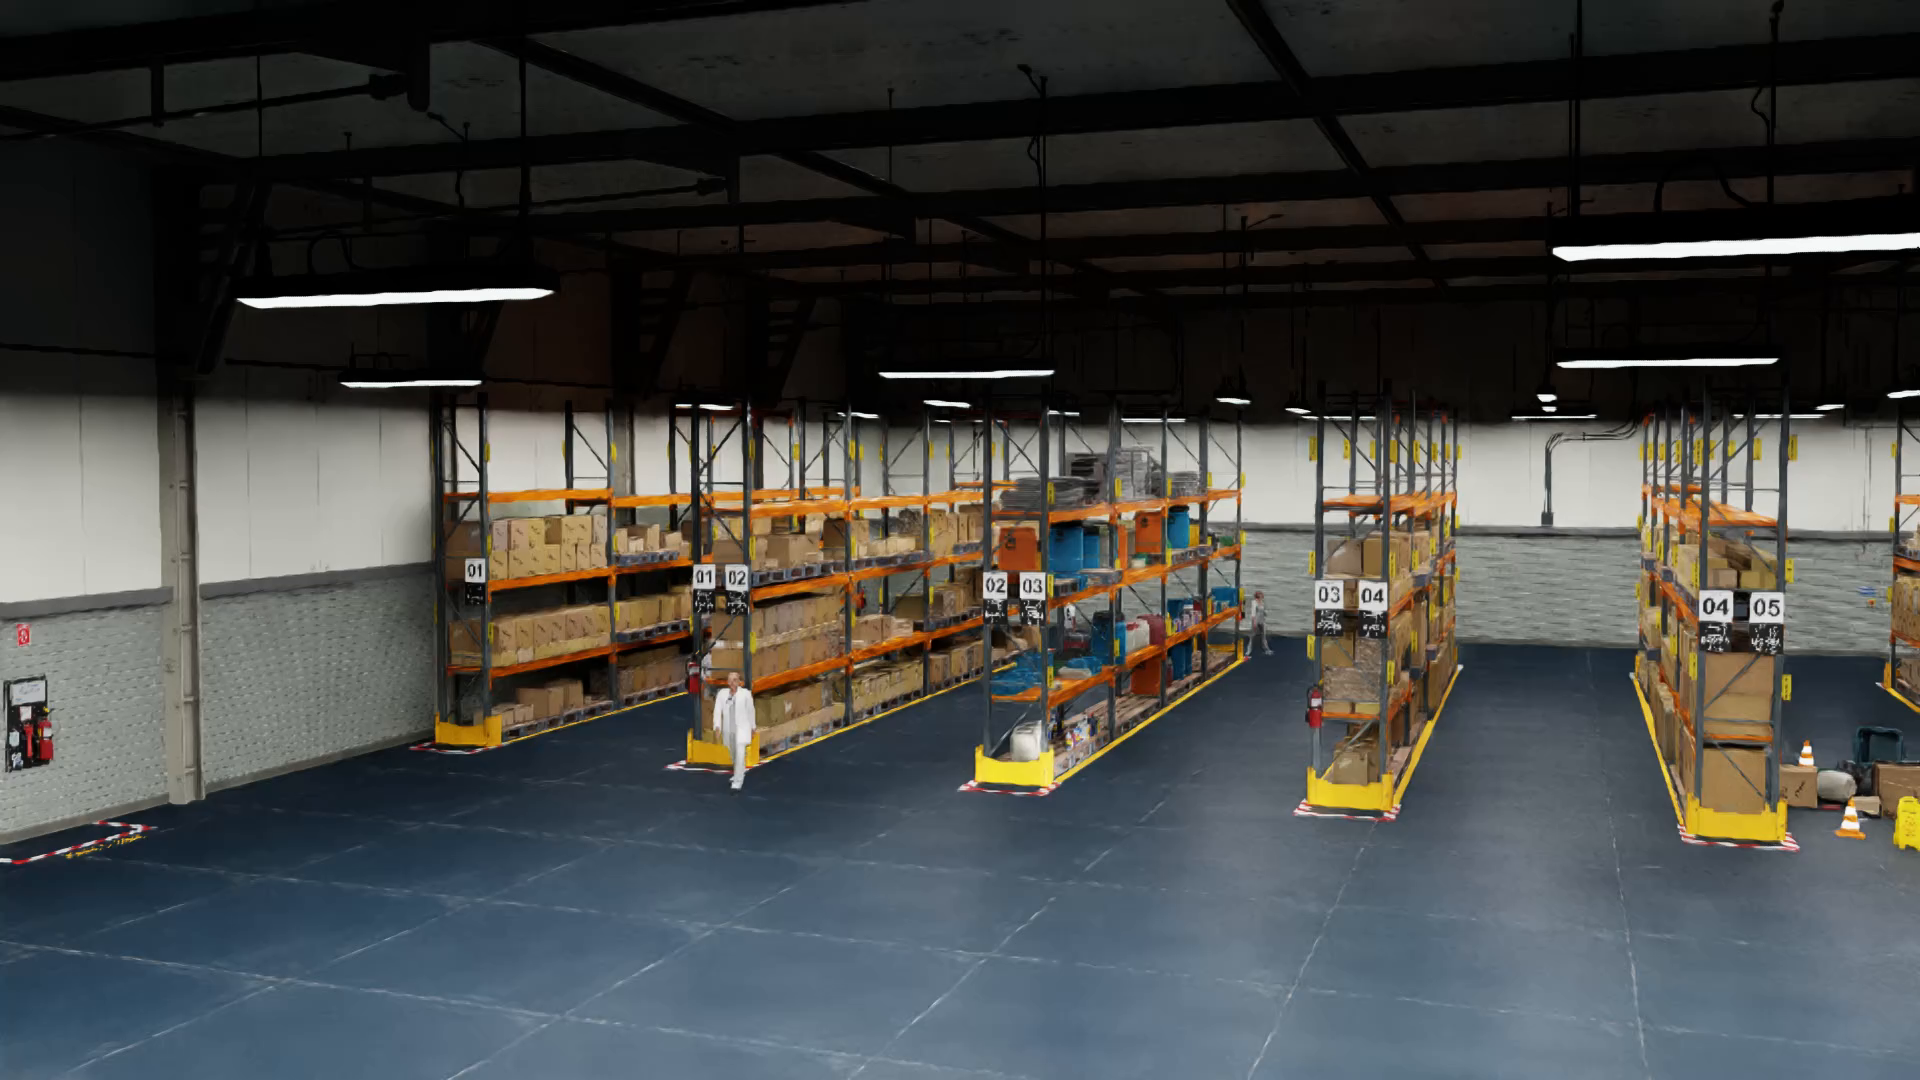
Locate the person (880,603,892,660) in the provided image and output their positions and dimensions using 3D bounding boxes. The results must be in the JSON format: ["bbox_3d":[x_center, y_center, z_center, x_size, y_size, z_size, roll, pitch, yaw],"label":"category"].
[{"bbox_3d":[-1.707,2.202,37.359,0.446,1.590,1.110,1,3,22],"label":"person"}]

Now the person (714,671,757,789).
[{"bbox_3d":[-3.368,2.809,24.734,0.580,1.715,1.085,1,3,12],"label":"person"}]

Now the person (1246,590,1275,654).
[{"bbox_3d":[7.372,2.017,40.941,0.636,1.586,0.526,-2,4,-36],"label":"person"}]

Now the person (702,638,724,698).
[{"bbox_3d":[-4.478,2.580,30.359,0.639,1.628,0.512,1,3,17],"label":"person"}]

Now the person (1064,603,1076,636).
[{"bbox_3d":[2.559,2.072,39.666,0.461,1.623,0.999,1,3,19],"label":"person"}]
